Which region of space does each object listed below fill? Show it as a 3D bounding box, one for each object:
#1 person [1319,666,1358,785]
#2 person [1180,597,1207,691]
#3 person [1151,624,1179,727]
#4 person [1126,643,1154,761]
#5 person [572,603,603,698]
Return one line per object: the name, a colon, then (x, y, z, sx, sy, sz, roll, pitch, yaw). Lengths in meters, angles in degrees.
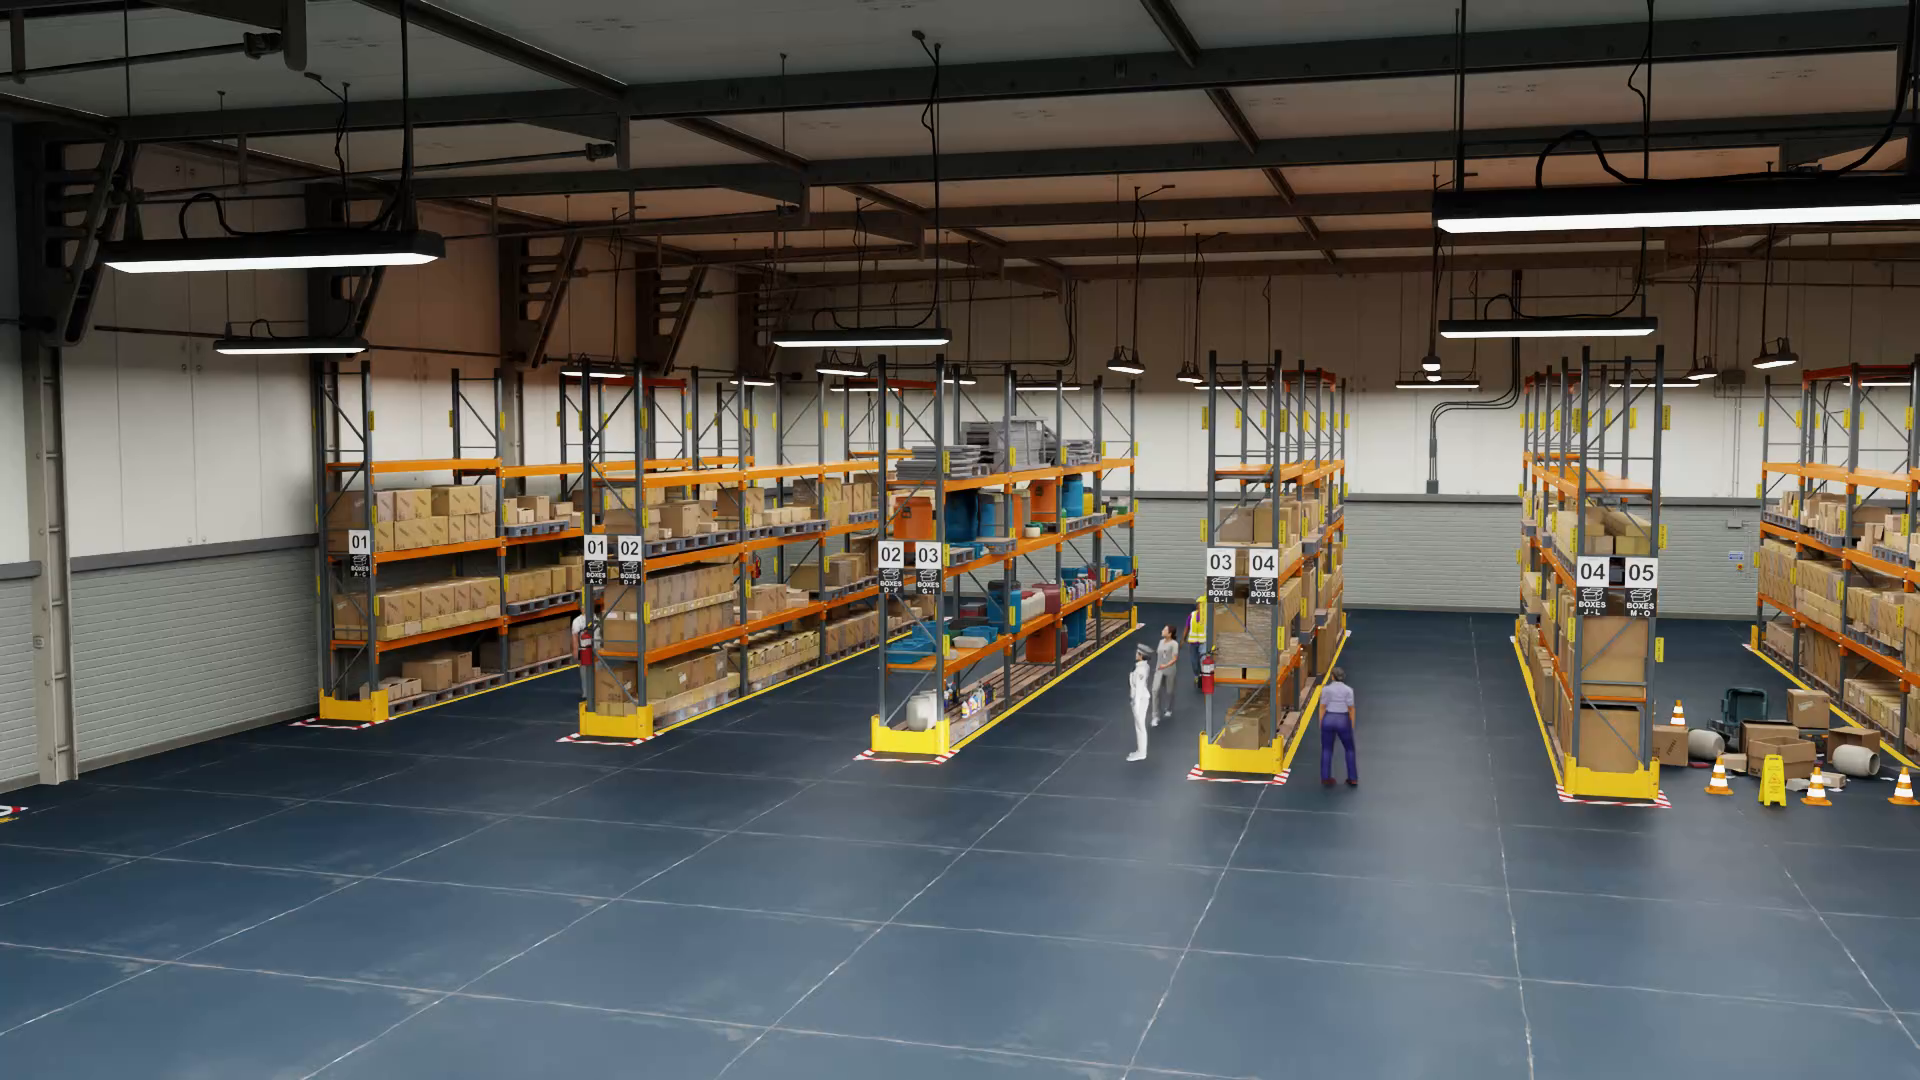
person: (5.225, 2.546, 22.871, 0.523, 1.650, 0.444, 2, 5, 29)
person: (4.483, 1.923, 31.140, 0.688, 1.729, 1.022, 1, 4, 20)
person: (3.435, 2.214, 27.615, 0.417, 1.646, 0.982, 1, 4, 18)
person: (2.660, 2.385, 24.652, 0.419, 1.702, 0.547, 0, 4, -1)
person: (-6.749, 2.004, 30.113, 0.550, 1.833, 0.517, -1, 4, -15)
